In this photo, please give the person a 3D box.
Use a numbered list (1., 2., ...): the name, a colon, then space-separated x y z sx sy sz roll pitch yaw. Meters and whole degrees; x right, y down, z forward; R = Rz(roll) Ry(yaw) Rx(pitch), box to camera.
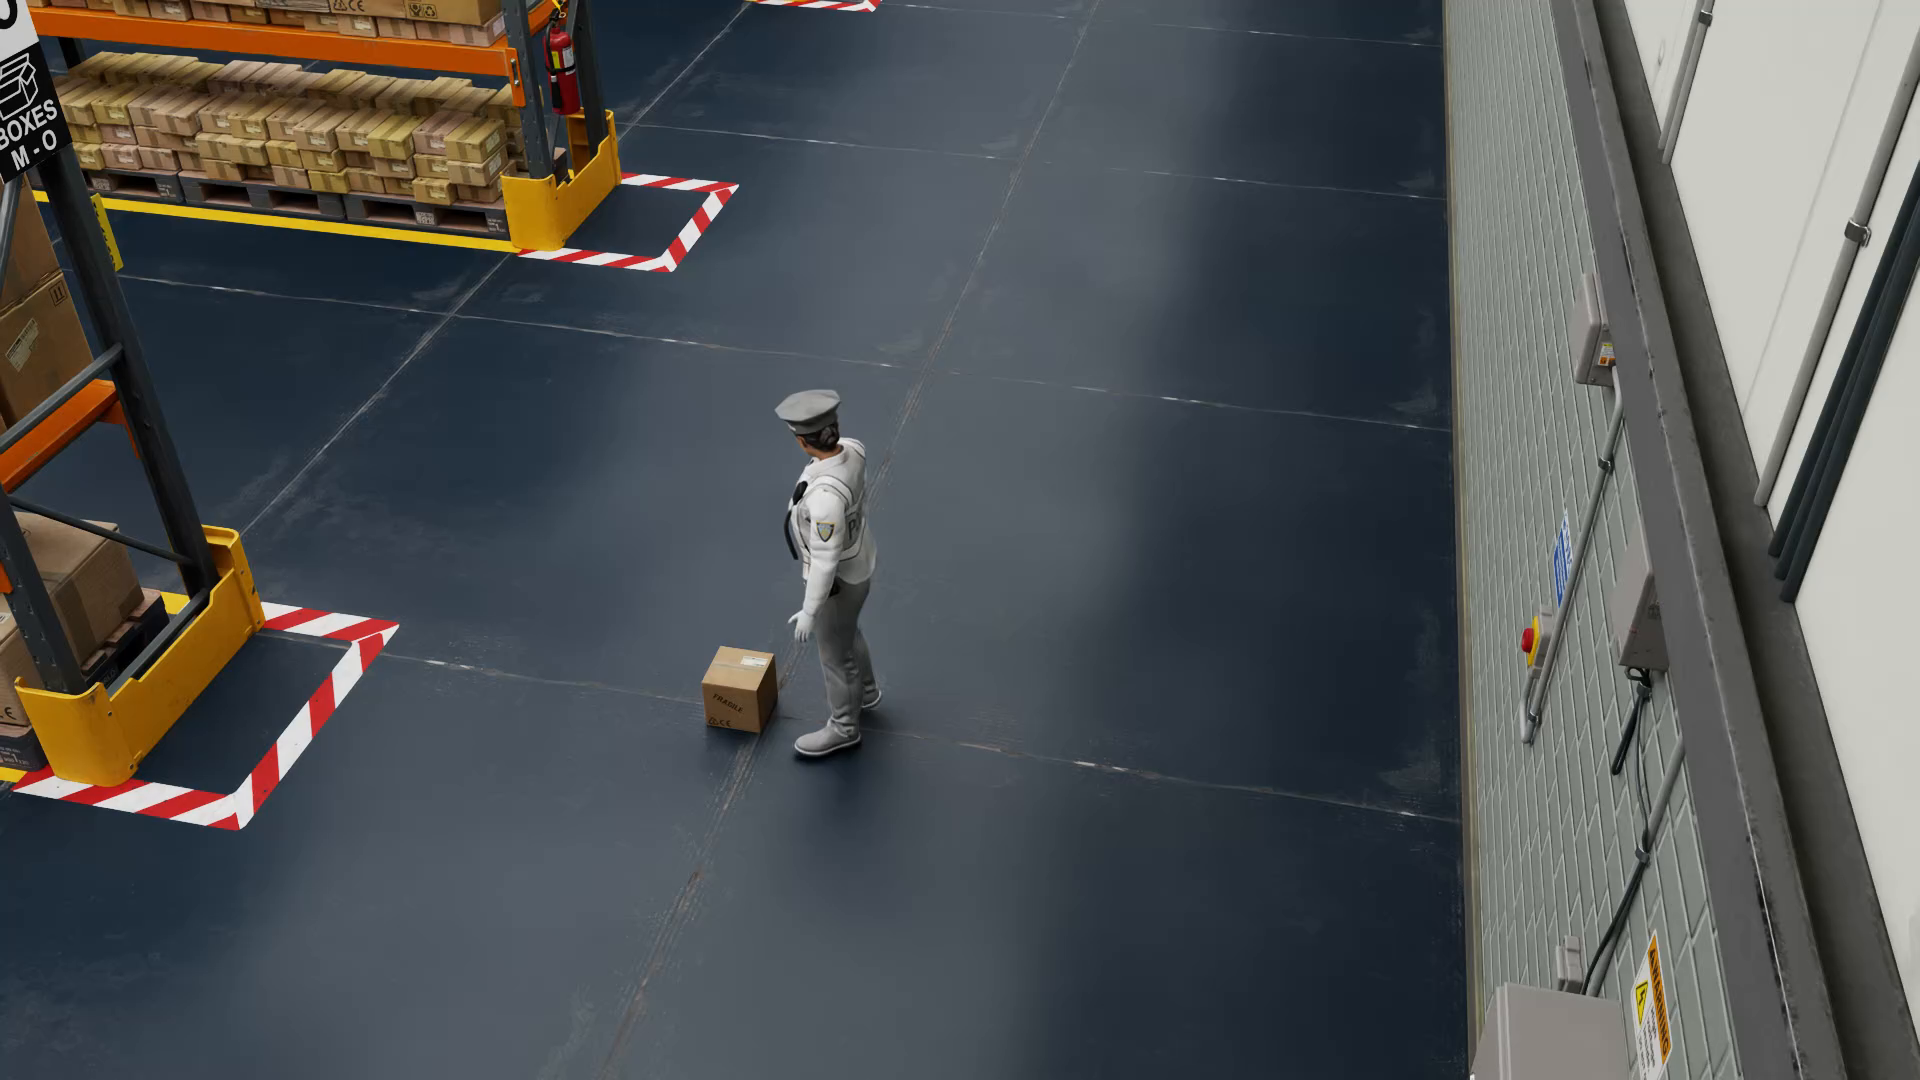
1. person: -0.524 0.172 6.742 0.373 1.713 0.562 2 37 3
